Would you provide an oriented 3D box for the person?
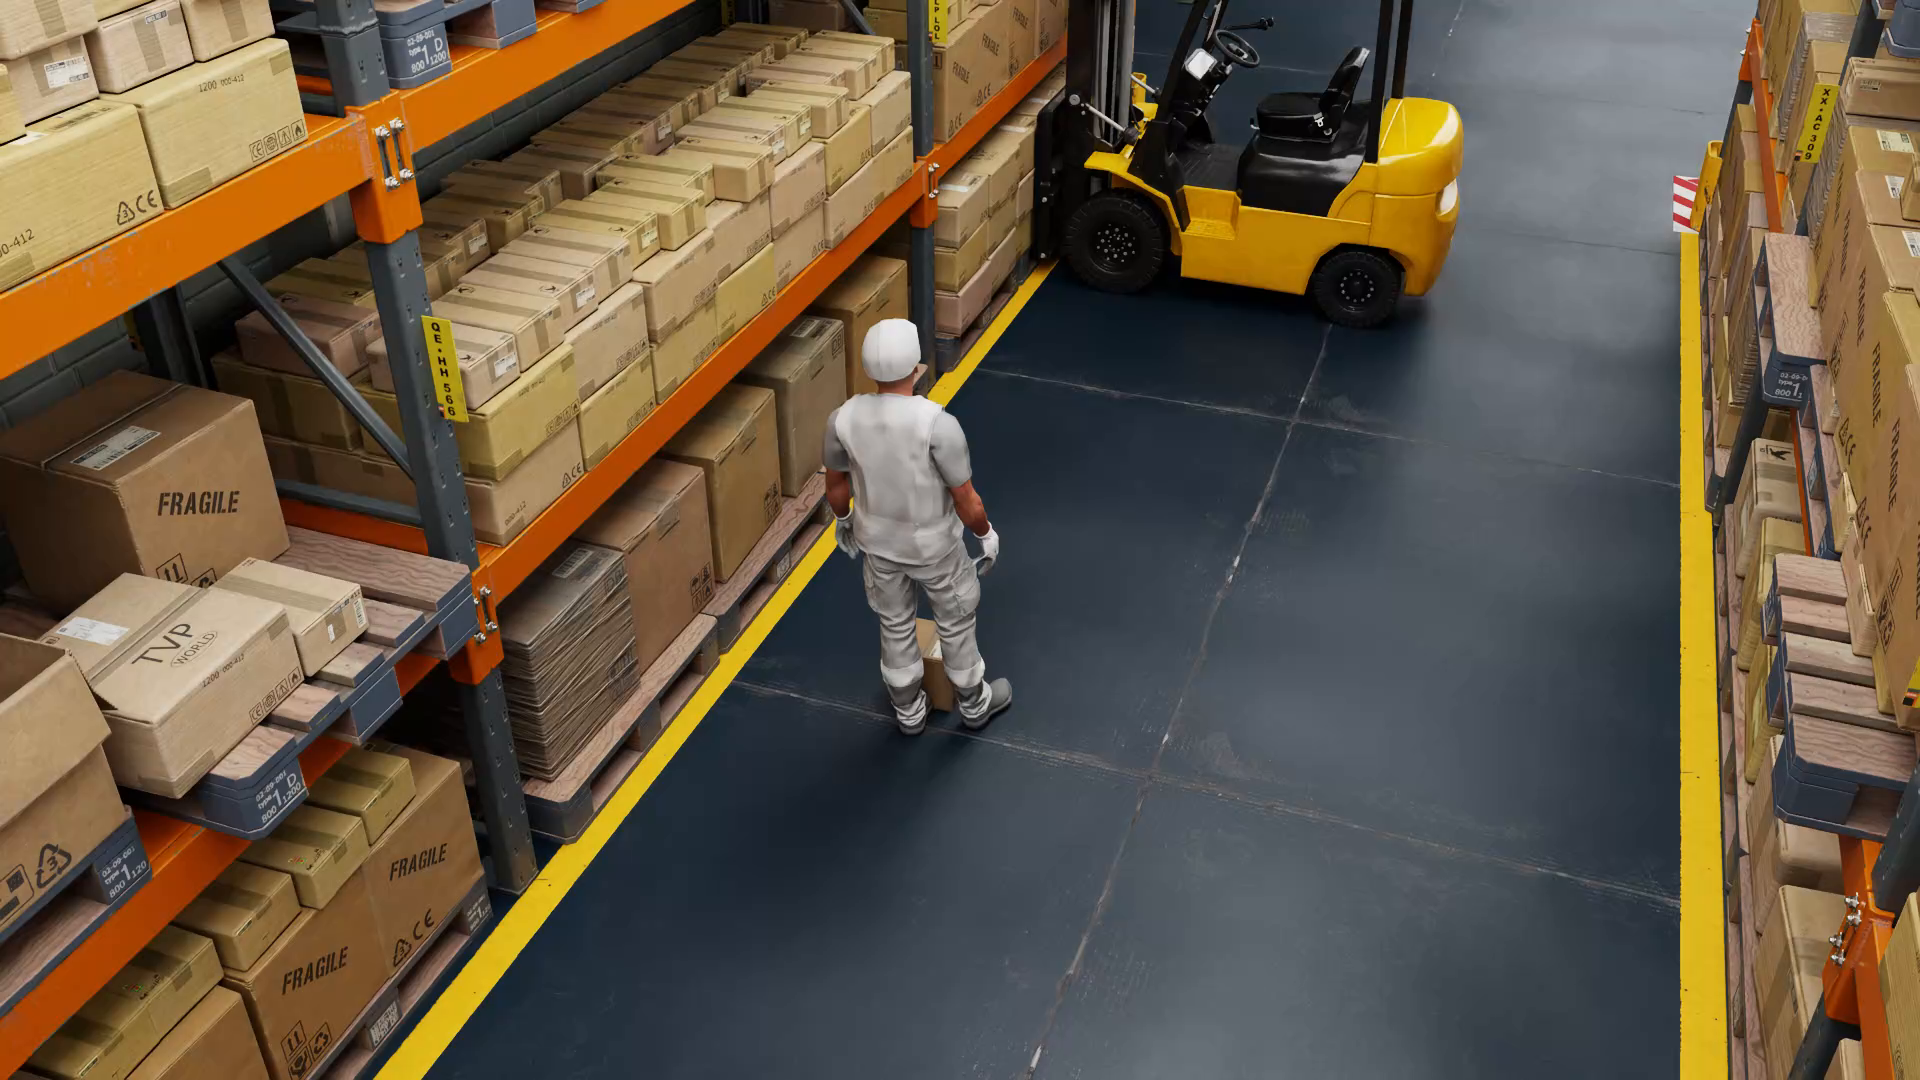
[{"bbox_3d":[-0.148,-0.045,6.169,0.637,1.790,0.559,11,35,17],"label":"person"}]
